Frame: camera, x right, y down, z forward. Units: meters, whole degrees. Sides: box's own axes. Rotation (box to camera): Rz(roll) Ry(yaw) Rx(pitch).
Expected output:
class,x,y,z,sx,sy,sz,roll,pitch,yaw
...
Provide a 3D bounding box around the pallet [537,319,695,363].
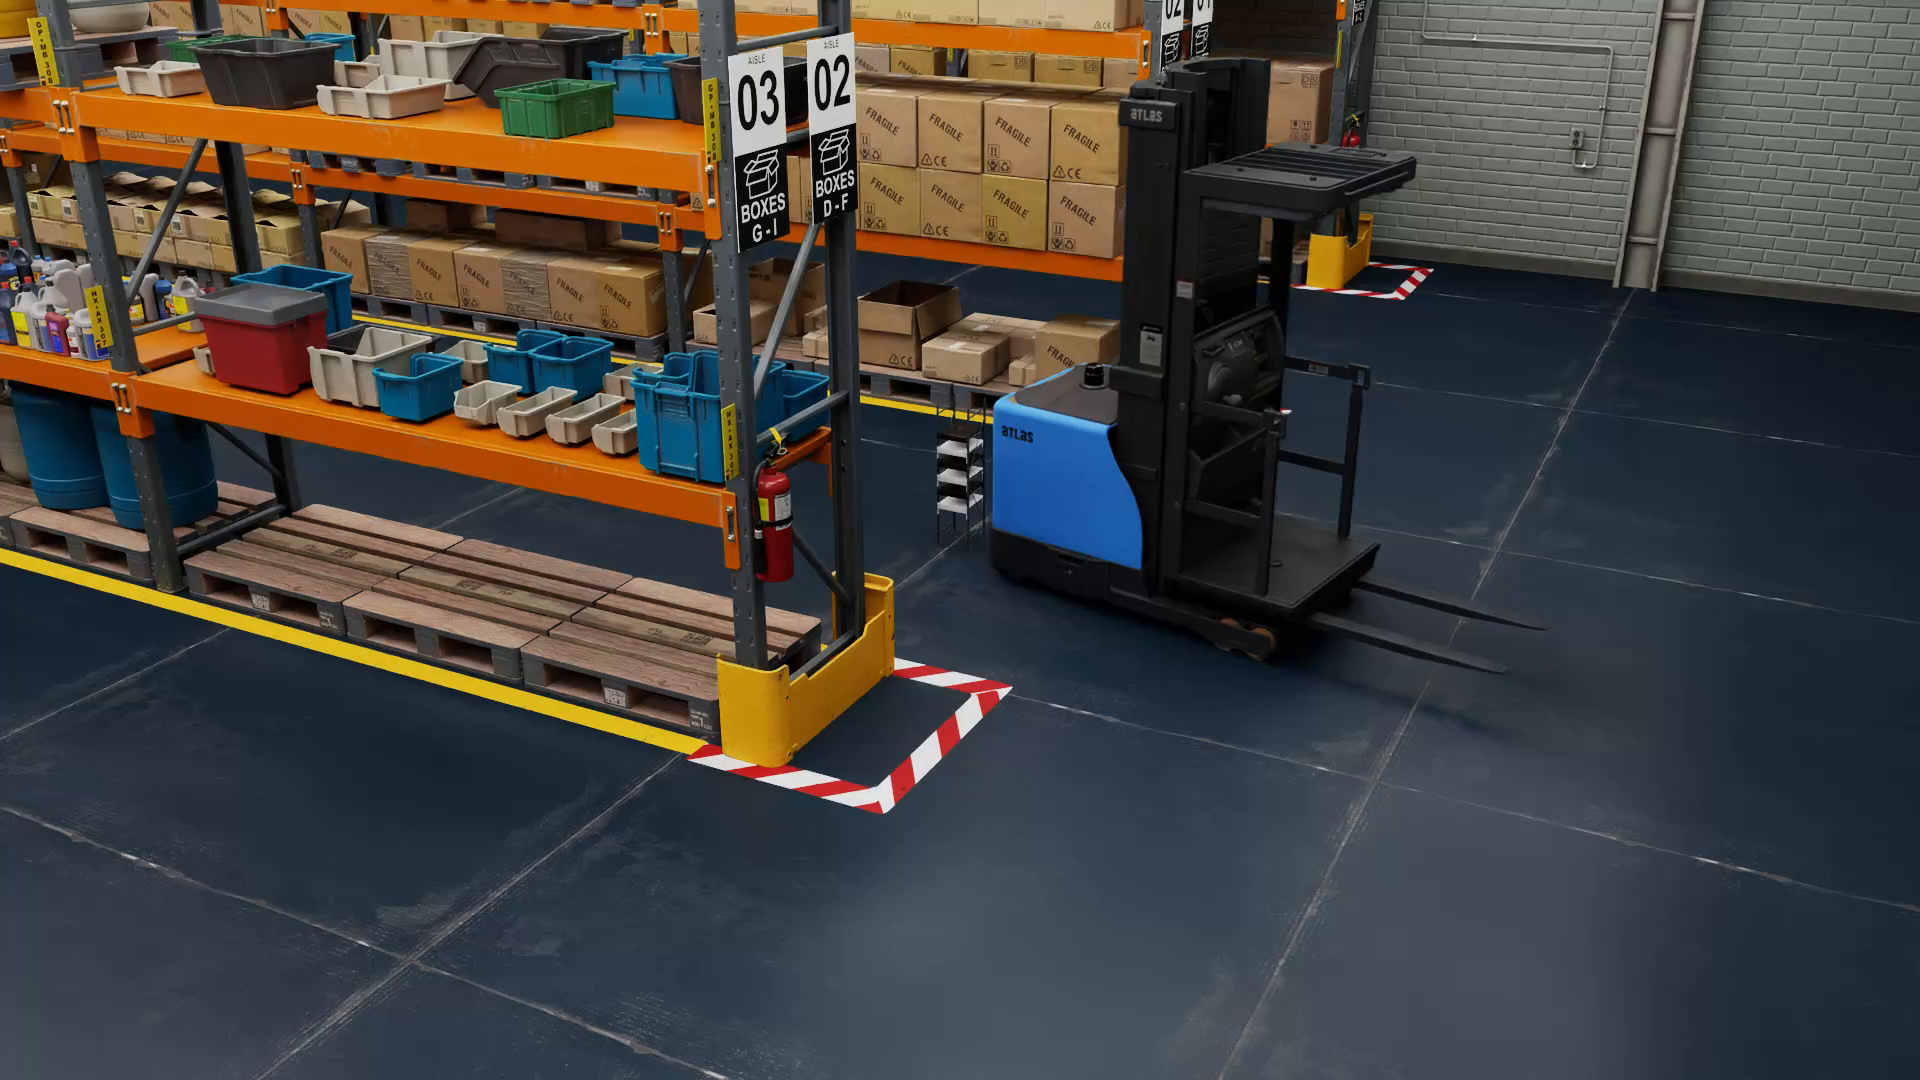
class,x,y,z,sx,sy,sz,roll,pitch,yaw
pallet,-2.836,-1.825,14.273,1.213,0.211,1.003,11,25,25

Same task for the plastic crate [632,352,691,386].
class,x,y,z,sx,sy,sz,roll,pitch,yaw
plastic crate,-1.421,-0.768,8.360,0.300,0.233,0.416,11,25,25

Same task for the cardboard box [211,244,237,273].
class,x,y,z,sx,sy,sz,roll,pitch,yaw
cardboard box,-6.704,-2.710,15.766,0.500,0.250,0.500,11,25,24

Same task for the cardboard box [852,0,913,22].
class,x,y,z,sx,sy,sz,roll,pitch,yaw
cardboard box,-0.433,-3.852,11.833,0.500,0.250,0.500,11,25,25

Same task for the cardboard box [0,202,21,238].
class,x,y,z,sx,sy,sz,roll,pitch,yaw
cardboard box,-9.745,-3.324,17.211,0.500,0.250,0.500,11,25,25

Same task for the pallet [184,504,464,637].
class,x,y,z,sx,sy,sz,roll,pitch,yaw
pallet,-3.657,0.151,9.626,1.213,0.211,1.003,11,25,25

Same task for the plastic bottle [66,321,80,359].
class,x,y,z,sx,sy,sz,roll,pitch,yaw
plastic bottle,-4.945,-1.125,9.316,0.097,0.201,0.097,0,23,0

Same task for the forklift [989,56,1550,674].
class,x,y,z,sx,sy,sz,roll,pitch,yaw
forklift,1.655,-0.952,8.743,3.031,2.935,1.130,16,28,34

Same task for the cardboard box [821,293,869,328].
class,x,y,z,sx,sy,sz,roll,pitch,yaw
cardboard box,-0.787,-1.809,13.545,0.500,0.311,0.500,11,25,25

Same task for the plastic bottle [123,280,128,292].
class,x,y,z,sx,sy,sz,roll,pitch,yaw
plastic bottle,-5.077,-1.484,10.161,0.097,0.201,0.097,0,23,0

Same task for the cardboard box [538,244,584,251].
class,x,y,z,sx,sy,sz,roll,pitch,yaw
cardboard box,-3.338,-2.382,14.650,0.500,0.500,0.500,12,26,25

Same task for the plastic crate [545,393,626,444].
class,x,y,z,sx,sy,sz,roll,pitch,yaw
plastic crate,-1.823,-0.586,8.055,0.243,0.136,0.396,11,25,25

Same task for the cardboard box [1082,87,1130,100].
class,x,y,z,sx,sy,sz,roll,pitch,yaw
cardboard box,1.200,-2.948,11.945,0.500,0.500,0.500,12,26,26

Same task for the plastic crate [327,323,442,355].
class,x,y,z,sx,sy,sz,roll,pitch,yaw
plastic crate,-3.211,-1.046,9.152,0.590,0.125,0.437,11,25,25

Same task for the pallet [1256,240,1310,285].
class,x,y,z,sx,sy,sz,roll,pitch,yaw
pallet,2.960,-2.833,16.642,1.213,0.211,1.003,11,25,25

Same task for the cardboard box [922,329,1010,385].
class,x,y,z,sx,sy,sz,roll,pitch,yaw
cardboard box,0.046,-1.397,12.654,0.500,0.250,0.500,11,25,25

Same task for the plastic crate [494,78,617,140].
class,x,y,z,sx,sy,sz,roll,pitch,yaw
plastic crate,-1.770,-1.900,7.322,0.336,0.188,0.450,11,25,25

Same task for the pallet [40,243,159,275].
class,x,y,z,sx,sy,sz,roll,pitch,yaw
pallet,-8.557,-2.991,17.014,1.213,0.211,1.003,11,25,25

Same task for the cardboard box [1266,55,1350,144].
class,x,y,z,sx,sy,sz,roll,pitch,yaw
cardboard box,3.249,-4.227,15.974,0.700,0.700,0.980,12,26,27

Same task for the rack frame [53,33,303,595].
class,x,y,z,sx,sy,sz,roll,pitch,yaw
rack frame,-4.331,-1.249,9.354,0.127,3.000,1.000,11,25,25

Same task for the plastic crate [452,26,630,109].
class,x,y,z,sx,sy,sz,roll,pitch,yaw
plastic crate,-2.001,-2.260,7.978,0.767,0.338,0.504,11,25,25

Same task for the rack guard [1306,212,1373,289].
class,x,y,z,sx,sy,sz,roll,pitch,yaw
rack guard,3.730,-2.848,16.308,0.348,0.500,1.175,11,25,25

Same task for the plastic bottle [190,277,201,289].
class,x,y,z,sx,sy,sz,roll,pitch,yaw
plastic bottle,-4.585,-1.432,9.935,0.133,0.283,0.061,11,25,25

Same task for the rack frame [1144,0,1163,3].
class,x,y,z,sx,sy,sz,roll,pitch,yaw
rack frame,1.477,-5.033,10.585,0.127,3.000,1.000,11,25,25

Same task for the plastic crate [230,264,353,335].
class,x,y,z,sx,sy,sz,roll,pitch,yaw
plastic crate,-3.761,-1.306,9.431,0.575,0.384,0.392,11,25,25

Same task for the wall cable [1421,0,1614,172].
class,x,y,z,sx,sy,sz,roll,pitch,yaw
wall cable,5.278,-4.574,15.875,1.851,1.984,0.084,11,25,25

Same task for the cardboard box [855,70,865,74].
class,x,y,z,sx,sy,sz,roll,pitch,yaw
cardboard box,-1.066,-3.396,12.997,0.500,0.500,0.500,11,25,24

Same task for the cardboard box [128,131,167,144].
class,x,y,z,sx,sy,sz,roll,pitch,yaw
cardboard box,-7.637,-4.114,15.963,0.500,0.500,0.500,11,25,25

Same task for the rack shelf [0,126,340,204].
class,x,y,z,sx,sy,sz,roll,pitch,yaw
rack shelf,-7.447,-3.707,16.052,4.000,0.370,1.077,11,25,25

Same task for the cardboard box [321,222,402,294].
class,x,y,z,sx,sy,sz,roll,pitch,yaw
cardboard box,-5.385,-2.556,15.060,0.500,0.500,0.500,12,26,27

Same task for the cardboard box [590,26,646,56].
class,x,y,z,sx,sy,sz,roll,pitch,yaw
cardboard box,-3.855,-5.743,19.232,0.500,0.500,0.700,8,24,18

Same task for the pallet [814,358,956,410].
class,x,y,z,sx,sy,sz,roll,pitch,yaw
pallet,-0.388,-1.358,13.174,1.213,0.211,1.003,11,25,25

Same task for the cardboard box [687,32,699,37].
class,x,y,z,sx,sy,sz,roll,pitch,yaw
cardboard box,-2.662,-5.688,18.299,0.500,0.250,0.500,11,25,24

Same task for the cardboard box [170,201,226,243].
class,x,y,z,sx,sy,sz,roll,pitch,yaw
cardboard box,-7.157,-3.057,15.865,0.500,0.311,0.500,11,25,24

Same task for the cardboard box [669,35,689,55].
class,x,y,z,sx,sy,sz,roll,pitch,yaw
cardboard box,-3.113,-5.432,18.657,0.500,0.500,0.500,12,26,26

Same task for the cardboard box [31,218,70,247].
class,x,y,z,sx,sy,sz,roll,pitch,yaw
cardboard box,-8.984,-3.161,16.827,0.500,0.250,0.500,11,25,23

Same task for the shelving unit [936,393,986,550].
class,x,y,z,sx,sy,sz,roll,pitch,yaw
shelving unit,0.007,-0.413,10.071,0.210,0.900,0.258,11,25,25

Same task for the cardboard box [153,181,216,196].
class,x,y,z,sx,sy,sz,roll,pitch,yaw
cardboard box,-7.830,-3.427,16.735,0.500,0.311,0.500,11,25,24

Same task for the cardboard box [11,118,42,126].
class,x,y,z,sx,sy,sz,roll,pitch,yaw
cardboard box,-9.631,-4.513,16.901,0.500,0.500,0.700,10,25,23

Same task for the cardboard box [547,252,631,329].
class,x,y,z,sx,sy,sz,roll,pitch,yaw
cardboard box,-3.100,-2.108,14.005,0.500,0.500,0.500,11,26,25

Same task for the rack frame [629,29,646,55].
class,x,y,z,sx,sy,sz,roll,pitch,yaw
rack frame,-3.431,-5.415,19.151,0.127,3.000,1.000,11,25,25

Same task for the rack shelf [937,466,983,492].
class,x,y,z,sx,sy,sz,roll,pitch,yaw
rack shelf,0.007,-0.382,10.084,0.200,0.077,0.258,11,25,25

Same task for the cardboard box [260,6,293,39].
class,x,y,z,sx,sy,sz,roll,pitch,yaw
cardboard box,-8.454,-6.561,21.053,0.500,0.500,0.500,10,25,23

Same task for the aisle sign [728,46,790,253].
class,x,y,z,sx,sy,sz,roll,pitch,yaw
aisle sign,-0.829,-1.624,6.914,0.004,0.787,0.394,11,25,25

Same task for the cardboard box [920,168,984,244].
class,x,y,z,sx,sy,sz,roll,pitch,yaw
cardboard box,0.047,-2.482,12.126,0.500,0.500,0.500,11,26,25

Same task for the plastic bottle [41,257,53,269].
class,x,y,z,sx,sy,sz,roll,pitch,yaw
plastic bottle,-5.697,-1.639,10.435,0.097,0.271,0.097,0,23,0

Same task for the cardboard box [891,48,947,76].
class,x,y,z,sx,sy,sz,roll,pitch,yaw
cardboard box,-0.387,-4.894,17.393,0.500,0.500,0.500,11,25,24

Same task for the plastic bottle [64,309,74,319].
class,x,y,z,sx,sy,sz,roll,pitch,yaw
plastic bottle,-5.115,-1.225,9.553,0.097,0.201,0.097,0,23,0

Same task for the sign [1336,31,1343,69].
class,x,y,z,sx,sy,sz,roll,pitch,yaw
sign,3.451,-4.457,15.116,0.005,0.325,0.100,11,25,25

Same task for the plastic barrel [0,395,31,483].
class,x,y,z,sx,sy,sz,roll,pitch,yaw
plastic barrel,-5.904,-0.655,10.600,0.421,0.512,0.421,0,23,0

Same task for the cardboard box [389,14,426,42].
class,x,y,z,sx,sy,sz,roll,pitch,yaw
cardboard box,-6.562,-6.268,20.467,0.500,0.500,0.700,11,26,25

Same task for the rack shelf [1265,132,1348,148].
class,x,y,z,sx,sy,sz,roll,pitch,yaw
rack shelf,1.924,-4.025,16.800,4.000,0.370,1.077,11,25,25

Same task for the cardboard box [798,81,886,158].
class,x,y,z,sx,sy,sz,roll,pitch,yaw
cardboard box,-0.880,-3.121,12.350,0.500,0.500,0.500,10,25,23

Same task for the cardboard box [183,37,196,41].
class,x,y,z,sx,sy,sz,roll,pitch,yaw
cardboard box,-9.808,-6.484,21.831,0.500,0.250,0.500,10,25,23

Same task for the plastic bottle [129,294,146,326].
class,x,y,z,sx,sy,sz,roll,pitch,yaw
plastic bottle,-4.938,-1.390,9.939,0.097,0.201,0.097,0,23,0
